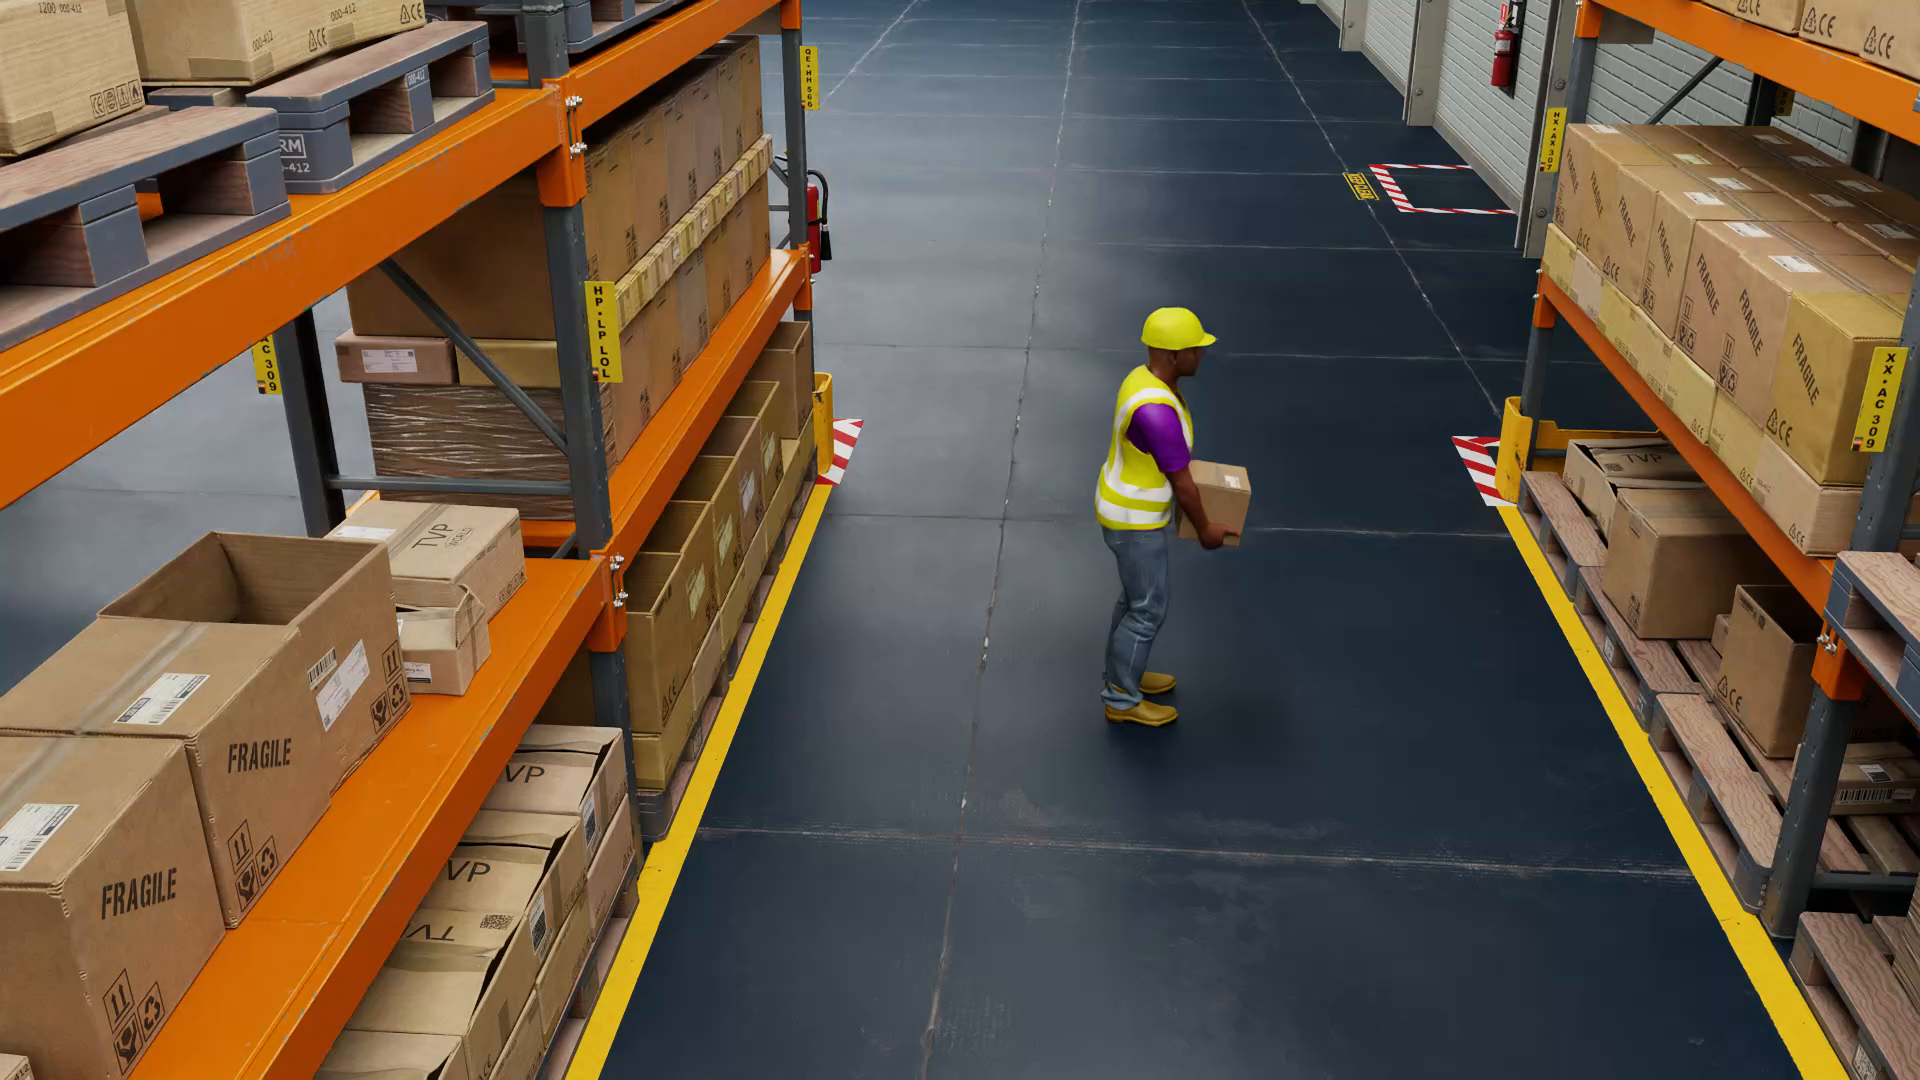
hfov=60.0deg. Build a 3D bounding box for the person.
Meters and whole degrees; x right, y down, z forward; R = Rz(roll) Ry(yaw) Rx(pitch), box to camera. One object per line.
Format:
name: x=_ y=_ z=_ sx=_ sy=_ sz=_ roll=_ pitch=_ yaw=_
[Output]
person: x=0.842 y=-0.100 z=6.812 sx=0.586 sy=1.752 sz=0.503 roll=1 pitch=24 yaw=3
